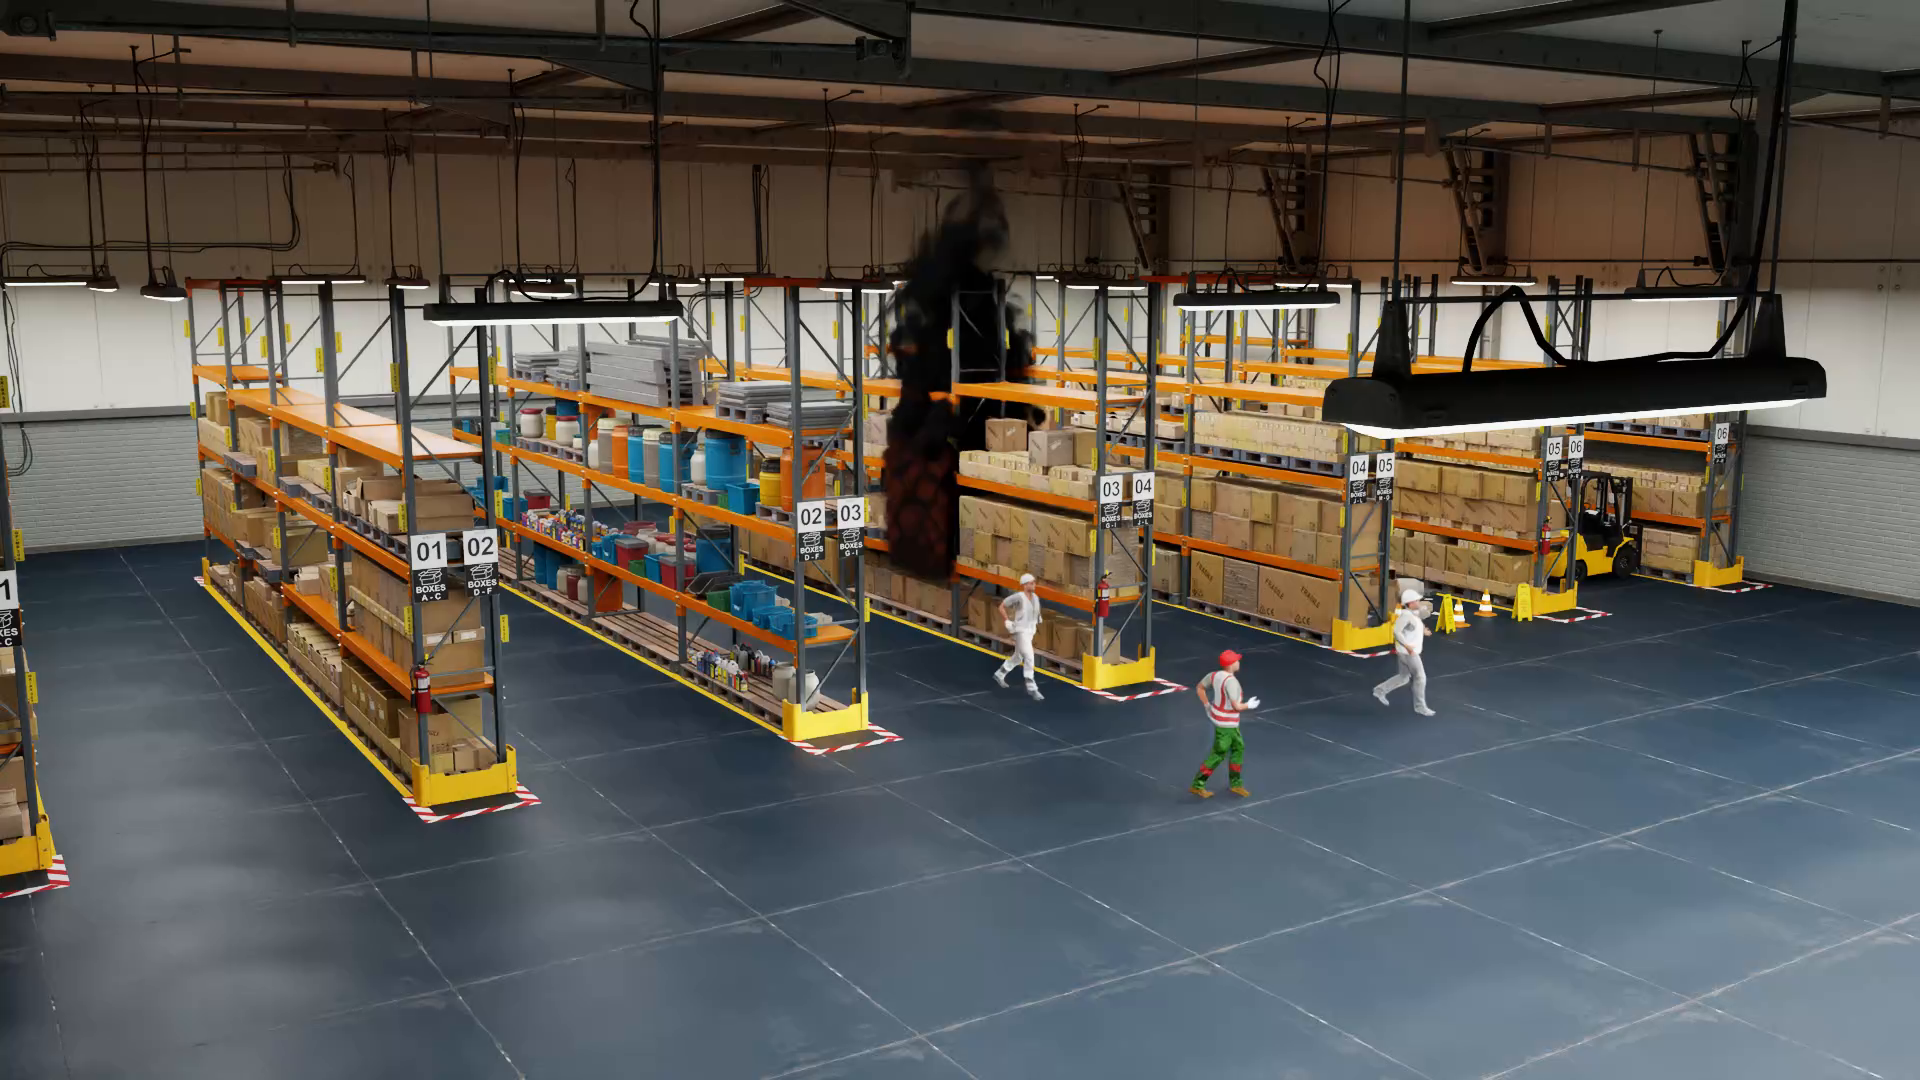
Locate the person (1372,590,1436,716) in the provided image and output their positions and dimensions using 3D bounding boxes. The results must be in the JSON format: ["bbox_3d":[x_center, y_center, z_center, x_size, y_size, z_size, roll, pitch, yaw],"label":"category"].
[{"bbox_3d":[6.270,1.568,23.376,0.890,1.787,0.648,2,10,10],"label":"person"}]

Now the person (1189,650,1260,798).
[{"bbox_3d":[3.106,2.196,19.559,0.813,1.830,0.631,-1,10,-6],"label":"person"}]

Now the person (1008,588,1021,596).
[{"bbox_3d":[1.140,0.365,30.830,0.673,1.684,0.549,9,13,43],"label":"person"}]

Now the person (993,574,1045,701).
[{"bbox_3d":[0.951,1.384,24.423,0.947,1.792,0.702,7,12,36],"label":"person"}]
